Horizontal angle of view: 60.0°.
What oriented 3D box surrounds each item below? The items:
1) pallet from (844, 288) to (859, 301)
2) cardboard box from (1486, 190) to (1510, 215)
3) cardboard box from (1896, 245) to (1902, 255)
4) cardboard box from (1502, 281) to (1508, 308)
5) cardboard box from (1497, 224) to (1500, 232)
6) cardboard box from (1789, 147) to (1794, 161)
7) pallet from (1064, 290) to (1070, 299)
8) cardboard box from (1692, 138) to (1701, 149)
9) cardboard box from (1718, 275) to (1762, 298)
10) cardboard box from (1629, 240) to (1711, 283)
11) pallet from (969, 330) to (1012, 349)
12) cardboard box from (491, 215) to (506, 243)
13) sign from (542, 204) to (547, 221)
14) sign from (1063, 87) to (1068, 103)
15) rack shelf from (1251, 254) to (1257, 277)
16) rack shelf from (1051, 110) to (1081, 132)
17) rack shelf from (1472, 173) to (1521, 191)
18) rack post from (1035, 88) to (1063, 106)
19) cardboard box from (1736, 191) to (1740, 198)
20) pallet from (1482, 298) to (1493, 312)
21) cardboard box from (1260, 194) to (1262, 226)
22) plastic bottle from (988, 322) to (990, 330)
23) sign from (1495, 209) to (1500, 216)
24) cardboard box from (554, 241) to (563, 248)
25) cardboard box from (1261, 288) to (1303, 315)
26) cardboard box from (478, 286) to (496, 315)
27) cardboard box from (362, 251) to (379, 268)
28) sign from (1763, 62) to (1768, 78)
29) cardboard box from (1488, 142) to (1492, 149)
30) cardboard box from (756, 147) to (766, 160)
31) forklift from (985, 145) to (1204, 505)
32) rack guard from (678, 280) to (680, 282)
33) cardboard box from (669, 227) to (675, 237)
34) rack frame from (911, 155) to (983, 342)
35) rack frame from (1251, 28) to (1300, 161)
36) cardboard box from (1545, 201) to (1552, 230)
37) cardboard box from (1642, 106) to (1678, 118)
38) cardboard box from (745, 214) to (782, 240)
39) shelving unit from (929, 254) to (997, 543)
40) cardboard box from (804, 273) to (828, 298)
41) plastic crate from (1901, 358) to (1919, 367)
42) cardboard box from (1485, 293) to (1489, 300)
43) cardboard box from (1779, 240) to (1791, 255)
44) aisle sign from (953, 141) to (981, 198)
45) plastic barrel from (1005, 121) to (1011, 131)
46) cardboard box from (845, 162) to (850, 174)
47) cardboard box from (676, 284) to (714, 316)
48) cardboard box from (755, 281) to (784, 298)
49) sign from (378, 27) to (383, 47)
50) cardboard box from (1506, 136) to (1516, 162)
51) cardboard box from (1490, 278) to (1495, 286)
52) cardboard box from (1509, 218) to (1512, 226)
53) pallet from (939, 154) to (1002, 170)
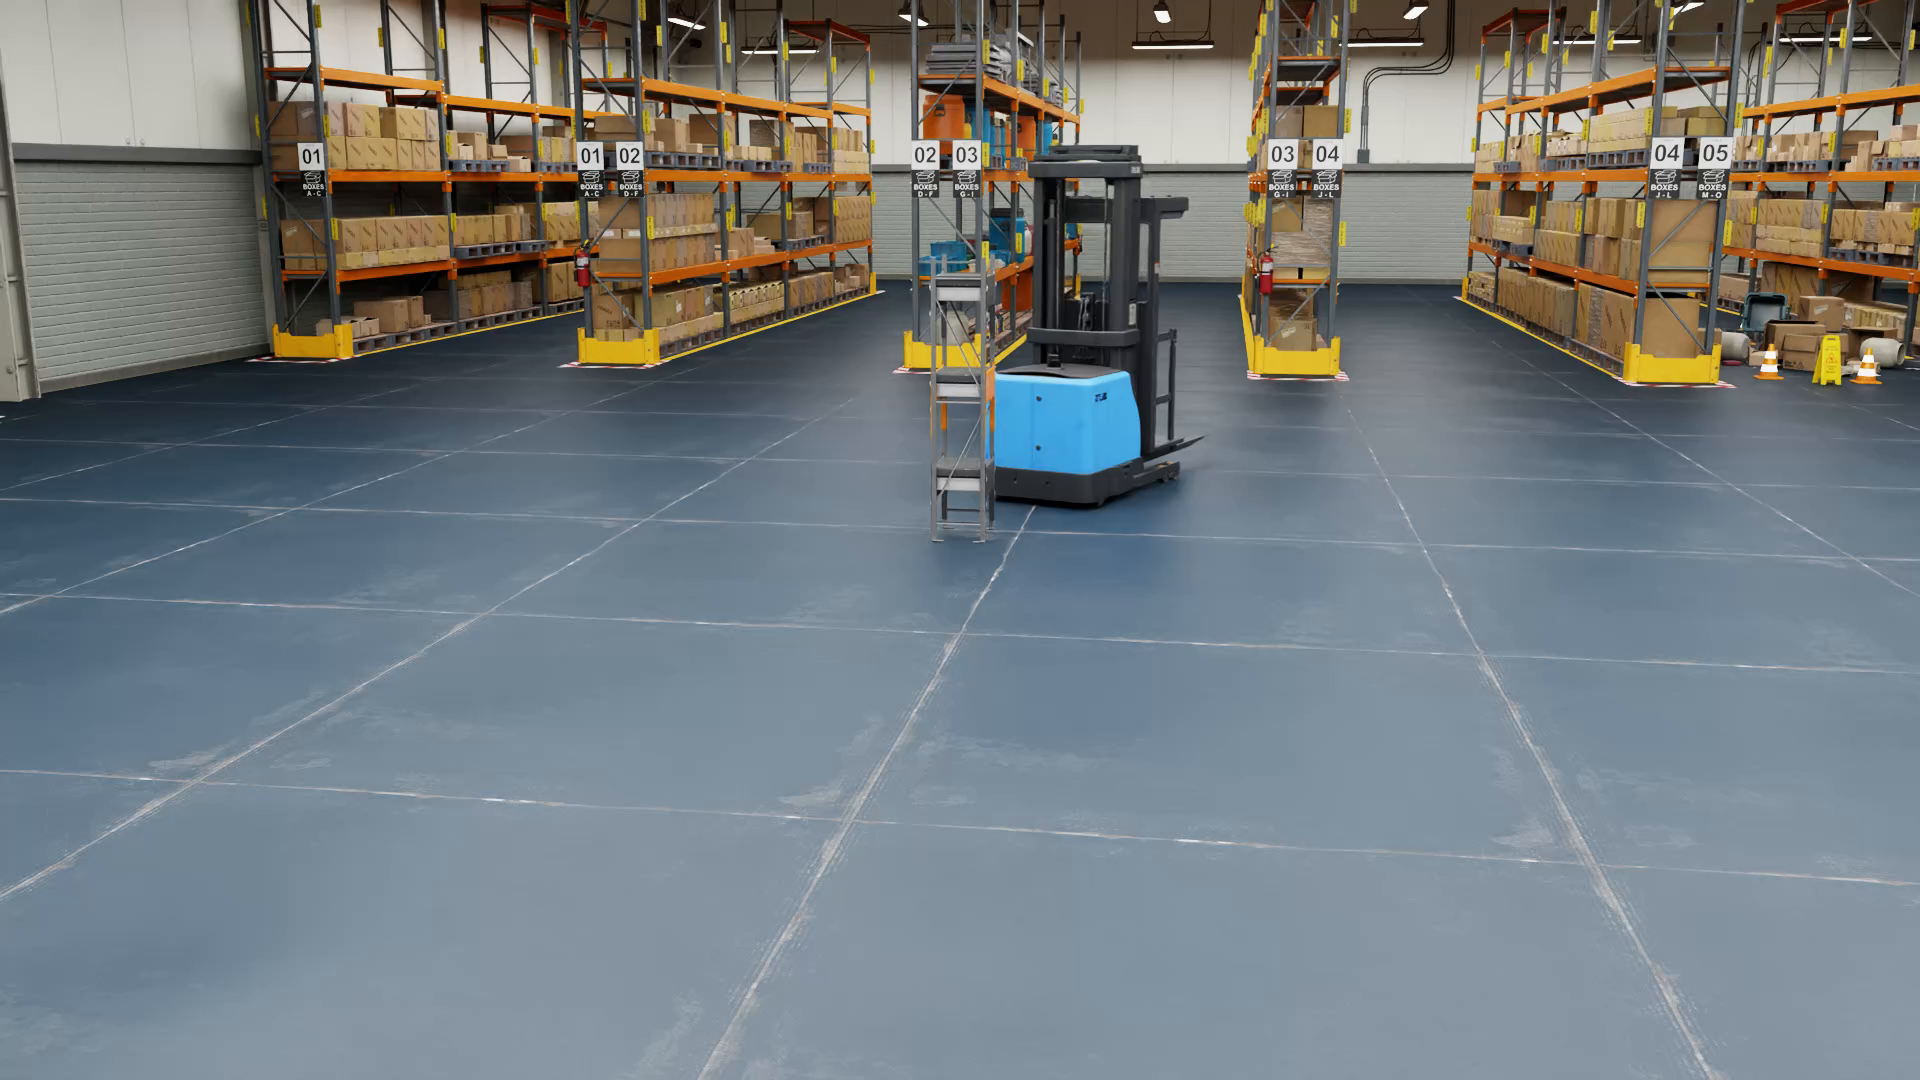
[{"bbox_3d":[-2.939,-5.657,38.242,1.003,0.211,1.213,2,12,9],"label":"pallet"},{"bbox_3d":[11.415,-7.123,35.107,0.500,0.500,0.500,2,12,10],"label":"cardboard box"},{"bbox_3d":[14.983,-4.567,26.166,0.380,0.149,0.250,2,12,7],"label":"cardboard box"},{"bbox_3d":[10.987,-4.847,32.801,0.500,0.500,0.500,2,12,11],"label":"cardboard box"},{"bbox_3d":[10.850,-6.172,32.907,0.380,0.149,0.250,2,12,10],"label":"cardboard box"},{"bbox_3d":[15.722,-7.217,31.062,0.396,0.266,0.258,3,13,13],"label":"cardboard box"},{"bbox_3d":[1.923,-5.507,37.547,1.003,0.211,1.213,2,12,9],"label":"pallet"},{"bbox_3d":[9.967,-5.280,22.115,0.380,0.149,0.250,2,12,9],"label":"cardboard box"},{"bbox_3d":[16.829,-5.434,35.672,0.875,0.438,0.875,2,12,10],"label":"cardboard box"},{"bbox_3d":[9.609,-3.773,22.525,0.875,0.550,0.550,2,12,9],"label":"cardboard box"},{"bbox_3d":[0.288,-3.294,27.279,1.003,0.211,1.213,2,12,9],"label":"pallet"},{"bbox_3d":[-8.973,-5.855,31.262,0.700,0.500,0.500,2,12,9],"label":"cardboard box"},{"bbox_3d":[-8.204,-6.461,32.795,0.100,0.325,0.005,2,12,9],"label":"sign"},{"bbox_3d":[2.206,-9.274,34.660,0.100,0.325,0.005,2,12,9],"label":"sign"},{"bbox_3d":[5.634,-4.700,28.891,1.077,0.370,4.000,2,12,9],"label":"rack shelf"},{"bbox_3d":[1.971,-9.263,36.773,1.077,0.370,4.000,2,12,9],"label":"rack shelf"},{"bbox_3d":[11.750,-7.650,35.459,1.077,0.370,4.000,2,12,9],"label":"rack shelf"},{"bbox_3d":[1.478,-8.724,32.801,0.937,0.300,0.954,3,13,15],"label":"rack post"},{"bbox_3d":[16.341,-7.173,34.507,0.380,0.149,0.250,2,12,7],"label":"cardboard box"},{"bbox_3d":[11.511,-4.897,34.715,1.003,0.211,1.213,2,12,9],"label":"pallet"},{"bbox_3d":[4.931,-5.129,25.856,0.500,0.500,0.500,2,12,9],"label":"cardboard box"},{"bbox_3d":[0.457,-3.264,25.924,0.061,0.283,0.133,2,12,10],"label":"plastic bottle"},{"bbox_3d":[10.905,-6.558,33.750,0.100,0.325,0.005,2,12,9],"label":"sign"},{"bbox_3d":[-8.290,-6.002,33.774,0.380,0.149,0.250,2,12,10],"label":"cardboard box"},{"bbox_3d":[5.859,-4.321,30.313,0.700,0.500,0.500,1,12,6],"label":"cardboard box"},{"bbox_3d":[-9.111,-4.478,31.041,0.700,0.500,0.500,2,12,9],"label":"cardboard box"},{"bbox_3d":[-9.517,-4.421,26.194,0.500,0.250,0.500,1,12,7],"label":"cardboard box"},{"bbox_3d":[17.498,-10.220,36.150,0.100,0.325,0.005,2,12,9],"label":"sign"},{"bbox_3d":[11.413,-8.349,35.216,0.380,0.149,0.250,2,12,8],"label":"cardboard box"},{"bbox_3d":[-3.923,-7.182,30.939,0.500,0.250,0.500,2,12,10],"label":"cardboard box"},{"bbox_3d":[1.332,-1.983,14.736,1.130,2.935,3.031,7,14,29],"label":"forklift"},{"bbox_3d":[-7.507,-6.398,40.995,1.175,0.500,0.348,2,12,9],"label":"rack guard"},{"bbox_3d":[-4.646,-4.780,25.777,0.380,0.149,0.250,1,12,7],"label":"cardboard box"},{"bbox_3d":[-0.182,-3.963,23.764,1.000,3.000,0.127,2,12,9],"label":"rack frame"},{"bbox_3d":[7.172,-10.066,37.842,1.000,3.000,0.127,2,12,9],"label":"rack frame"},{"bbox_3d":[10.748,-5.731,29.355,0.700,0.500,0.500,2,12,8],"label":"cardboard box"},{"bbox_3d":[9.314,-5.690,22.124,0.380,0.149,0.250,2,12,9],"label":"cardboard box"},{"bbox_3d":[-3.860,-6.179,32.810,0.700,0.500,0.500,-2,12,-10],"label":"cardboard box"},{"bbox_3d":[0.025,-1.061,12.432,0.431,2.100,0.503,2,12,9],"label":"shelving unit"},{"bbox_3d":[-3.108,-5.401,35.324,0.500,0.500,0.500,2,12,9],"label":"cardboard box"},{"bbox_3d":[14.067,-2.587,24.307,0.402,0.080,0.583,-2,12,-11],"label":"plastic crate"},{"bbox_3d":[11.266,-5.132,34.956,0.380,0.149,0.250,1,12,7],"label":"cardboard box"},{"bbox_3d":[15.762,-5.506,31.277,0.500,0.250,0.500,2,12,8],"label":"cardboard box"},{"bbox_3d":[0.096,-5.210,23.376,0.394,0.787,0.004,2,12,9],"label":"aisle sign"},{"bbox_3d":[0.707,-7.176,30.362,0.600,0.901,0.600,0,12,0],"label":"plastic barrel"},{"bbox_3d":[-2.752,-8.317,37.201,0.500,0.250,0.500,2,12,9],"label":"cardboard box"},{"bbox_3d":[-4.405,-3.978,27.580,0.500,0.500,0.500,2,12,9],"label":"cardboard box"},{"bbox_3d":[-3.683,-4.808,31.883,0.500,0.311,0.500,2,12,10],"label":"cardboard box"},{"bbox_3d":[-9.906,-8.600,28.448,0.100,0.325,0.005,2,12,9],"label":"sign"},{"bbox_3d":[11.276,-7.764,33.047,0.700,0.500,0.500,2,12,9],"label":"cardboard box"},{"bbox_3d":[11.240,-5.359,34.596,0.380,0.149,0.250,2,12,9],"label":"cardboard box"},{"bbox_3d":[10.651,-6.046,31.614,0.380,0.149,0.250,2,12,11],"label":"cardboard box"},{"bbox_3d":[0.041,-5.506,24.252,1.003,0.211,1.213,2,12,9],"label":"pallet"}]
